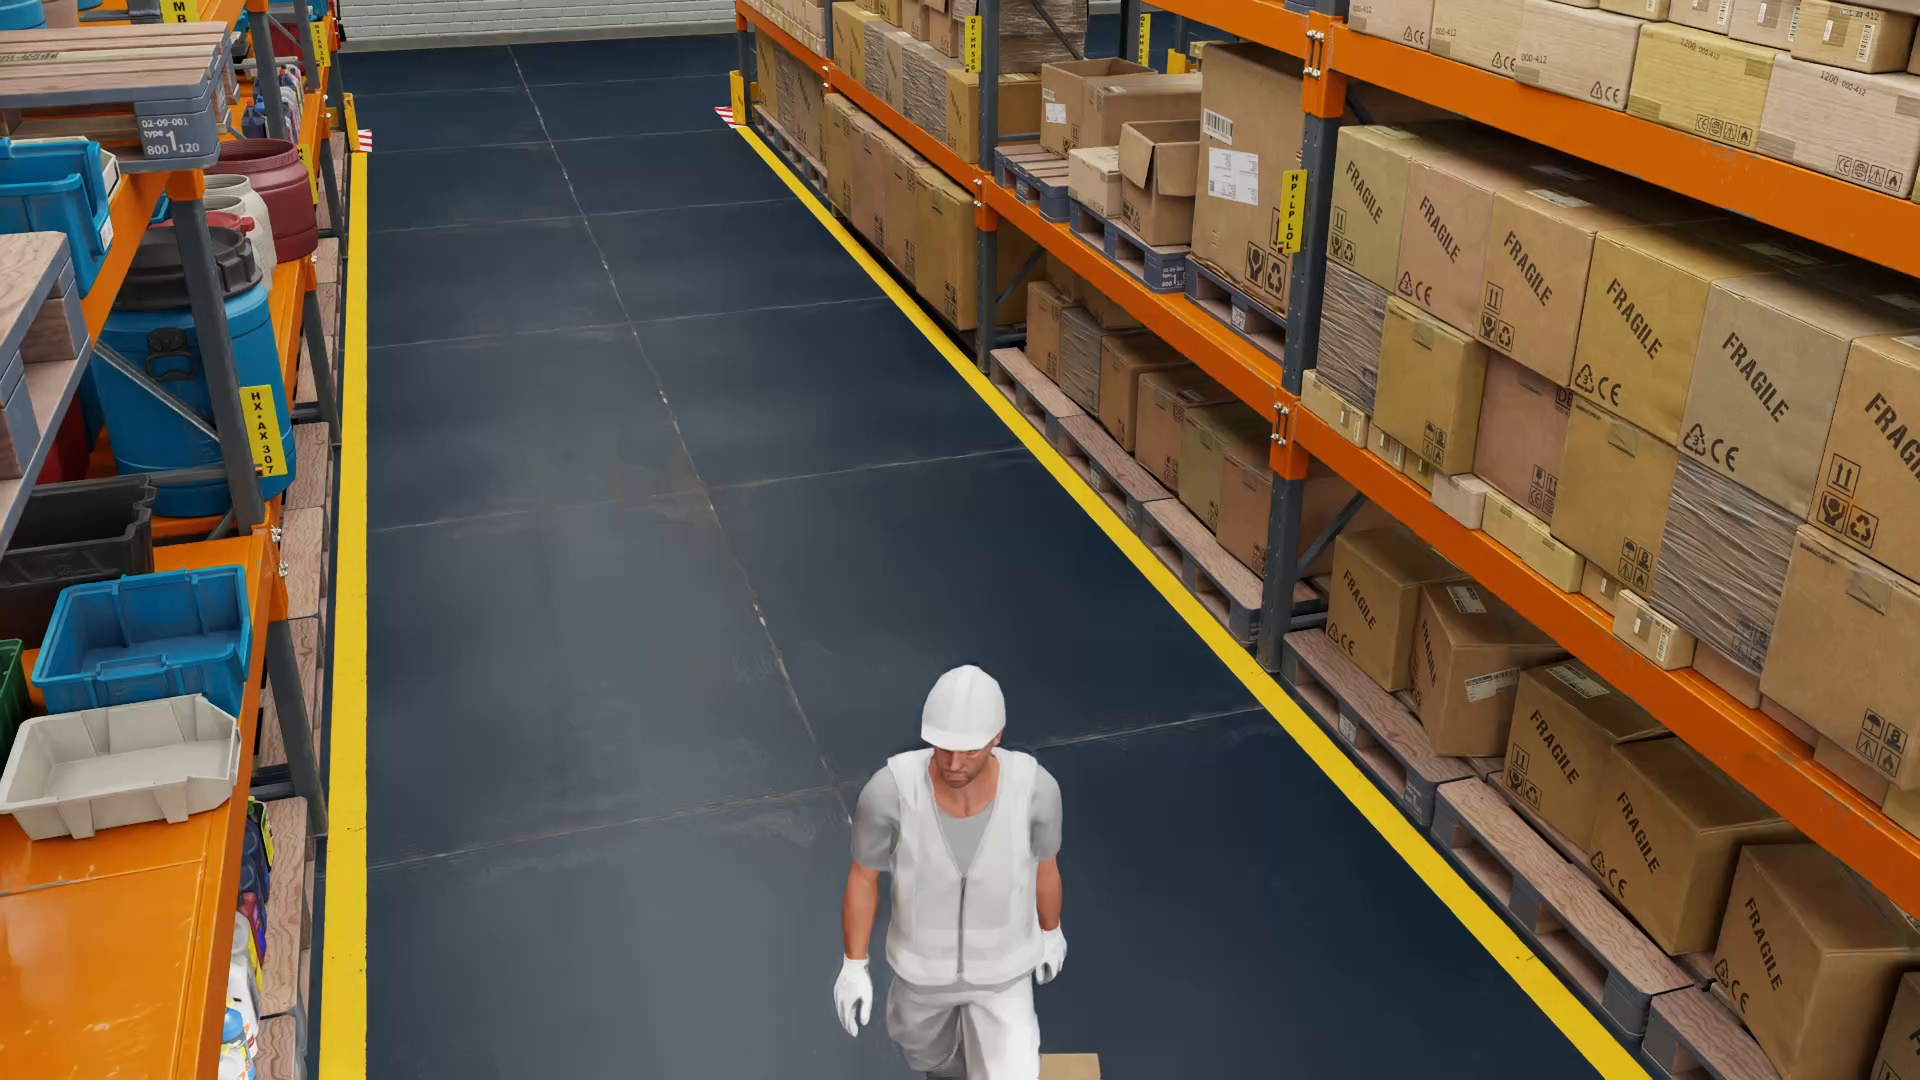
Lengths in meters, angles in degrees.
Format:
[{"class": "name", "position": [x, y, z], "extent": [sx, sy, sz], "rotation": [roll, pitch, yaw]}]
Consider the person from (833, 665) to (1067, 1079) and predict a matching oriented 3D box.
[{"class": "person", "position": [-0.020, 1.083, 4.386], "extent": [0.614, 1.748, 1.028], "rotation": [1, 26, 2]}]
